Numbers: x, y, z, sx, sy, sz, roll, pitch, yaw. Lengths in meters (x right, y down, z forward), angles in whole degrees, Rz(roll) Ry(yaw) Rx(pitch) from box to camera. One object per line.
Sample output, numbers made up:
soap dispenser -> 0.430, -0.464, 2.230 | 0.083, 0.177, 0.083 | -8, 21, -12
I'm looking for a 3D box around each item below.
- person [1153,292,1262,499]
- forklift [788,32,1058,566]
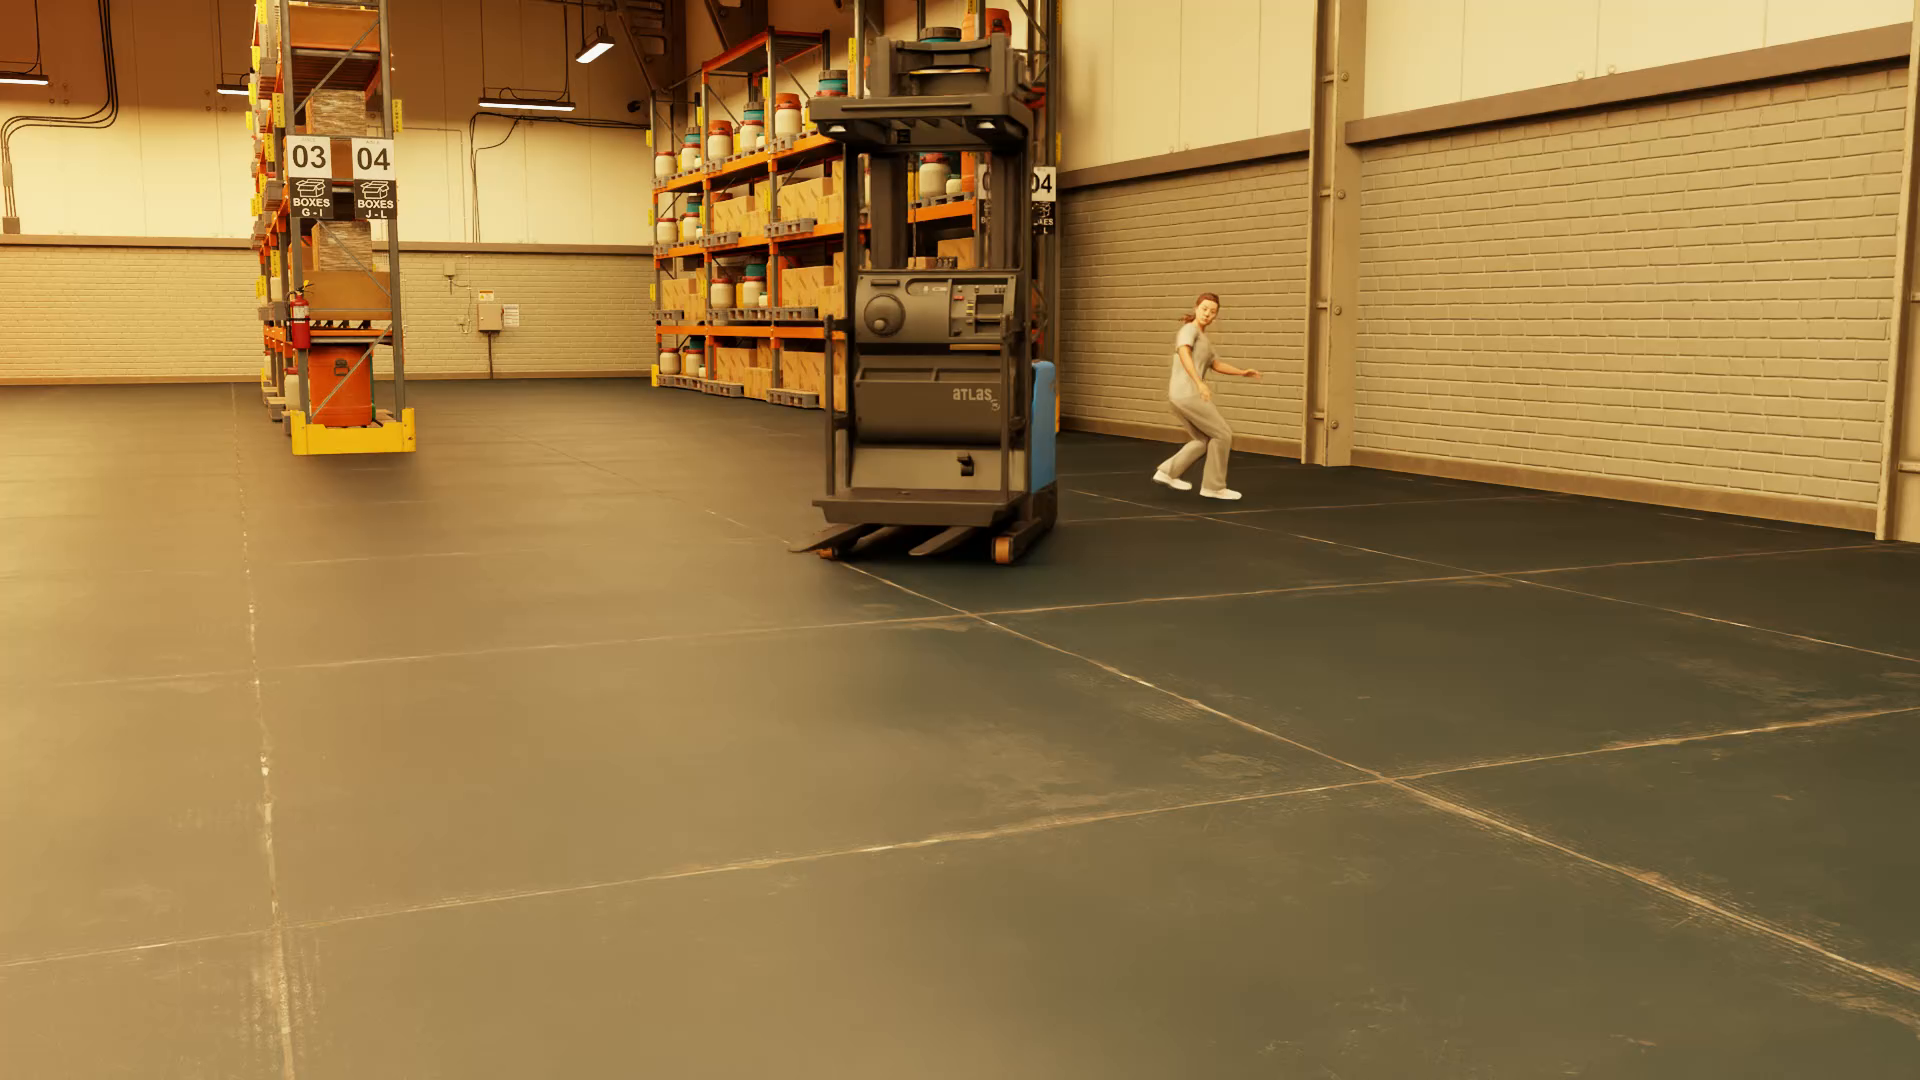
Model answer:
person -> 1.846, -1.061, 12.346 | 0.802, 1.542, 0.774 | 1, 8, 5
forklift -> -0.183, -1.364, 9.289 | 1.130, 2.935, 3.031 | 2, 8, 12
